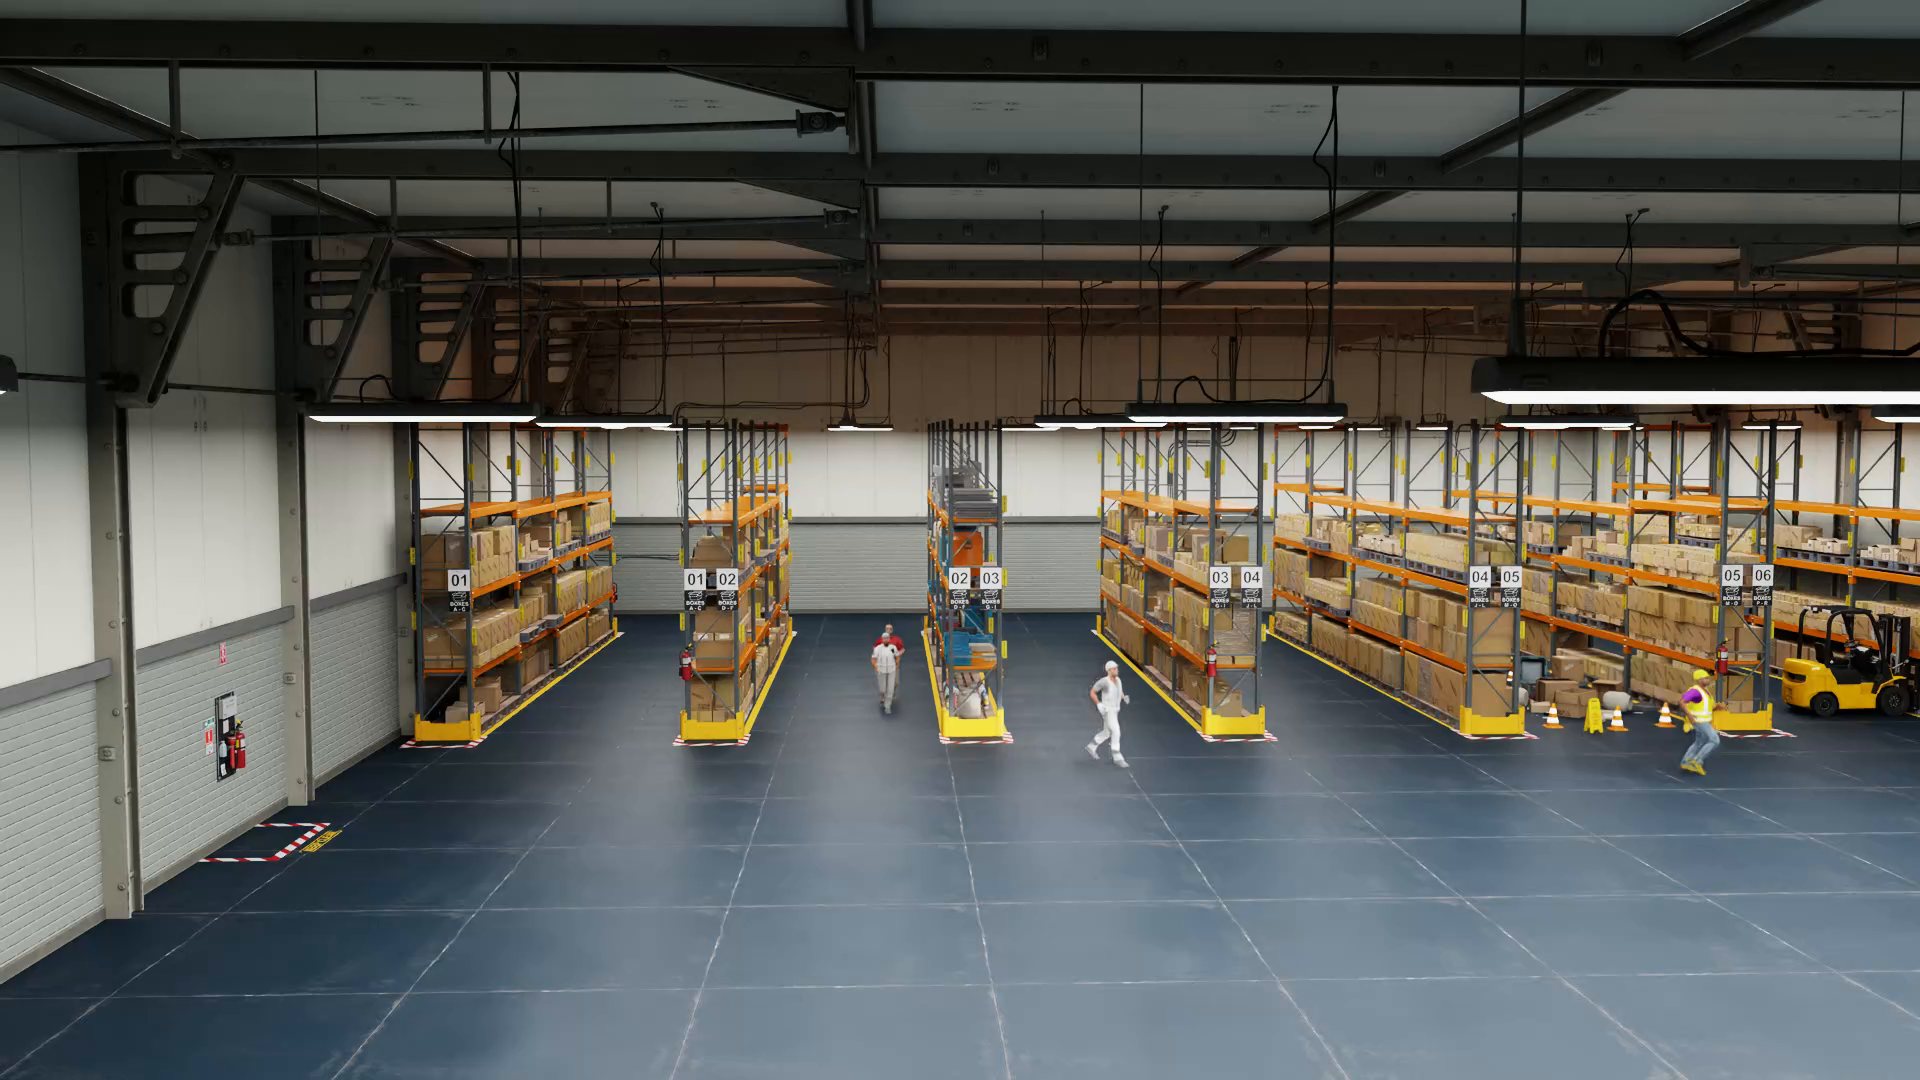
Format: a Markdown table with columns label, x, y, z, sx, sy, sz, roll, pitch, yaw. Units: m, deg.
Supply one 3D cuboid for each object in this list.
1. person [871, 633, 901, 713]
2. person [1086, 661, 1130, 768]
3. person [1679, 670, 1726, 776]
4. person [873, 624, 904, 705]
| label | x | y | z | sx | sy | sz | roll | pitch | yaw |
| --- | --- | --- | --- | --- | --- | --- | --- | --- | --- |
| person | -1.521 | 2.727 | 34.327 | 0.614 | 1.639 | 0.662 | -1 | 4 | -9 |
| person | 2.564 | 2.968 | 28.692 | 0.924 | 1.794 | 0.649 | 3 | 4 | 35 |
| person | 12.448 | 3.059 | 27.863 | 0.697 | 1.766 | 0.674 | 3 | 4 | 36 |
| person | -1.515 | 2.624 | 35.211 | 0.672 | 1.683 | 0.779 | 0 | 4 | 0 |
